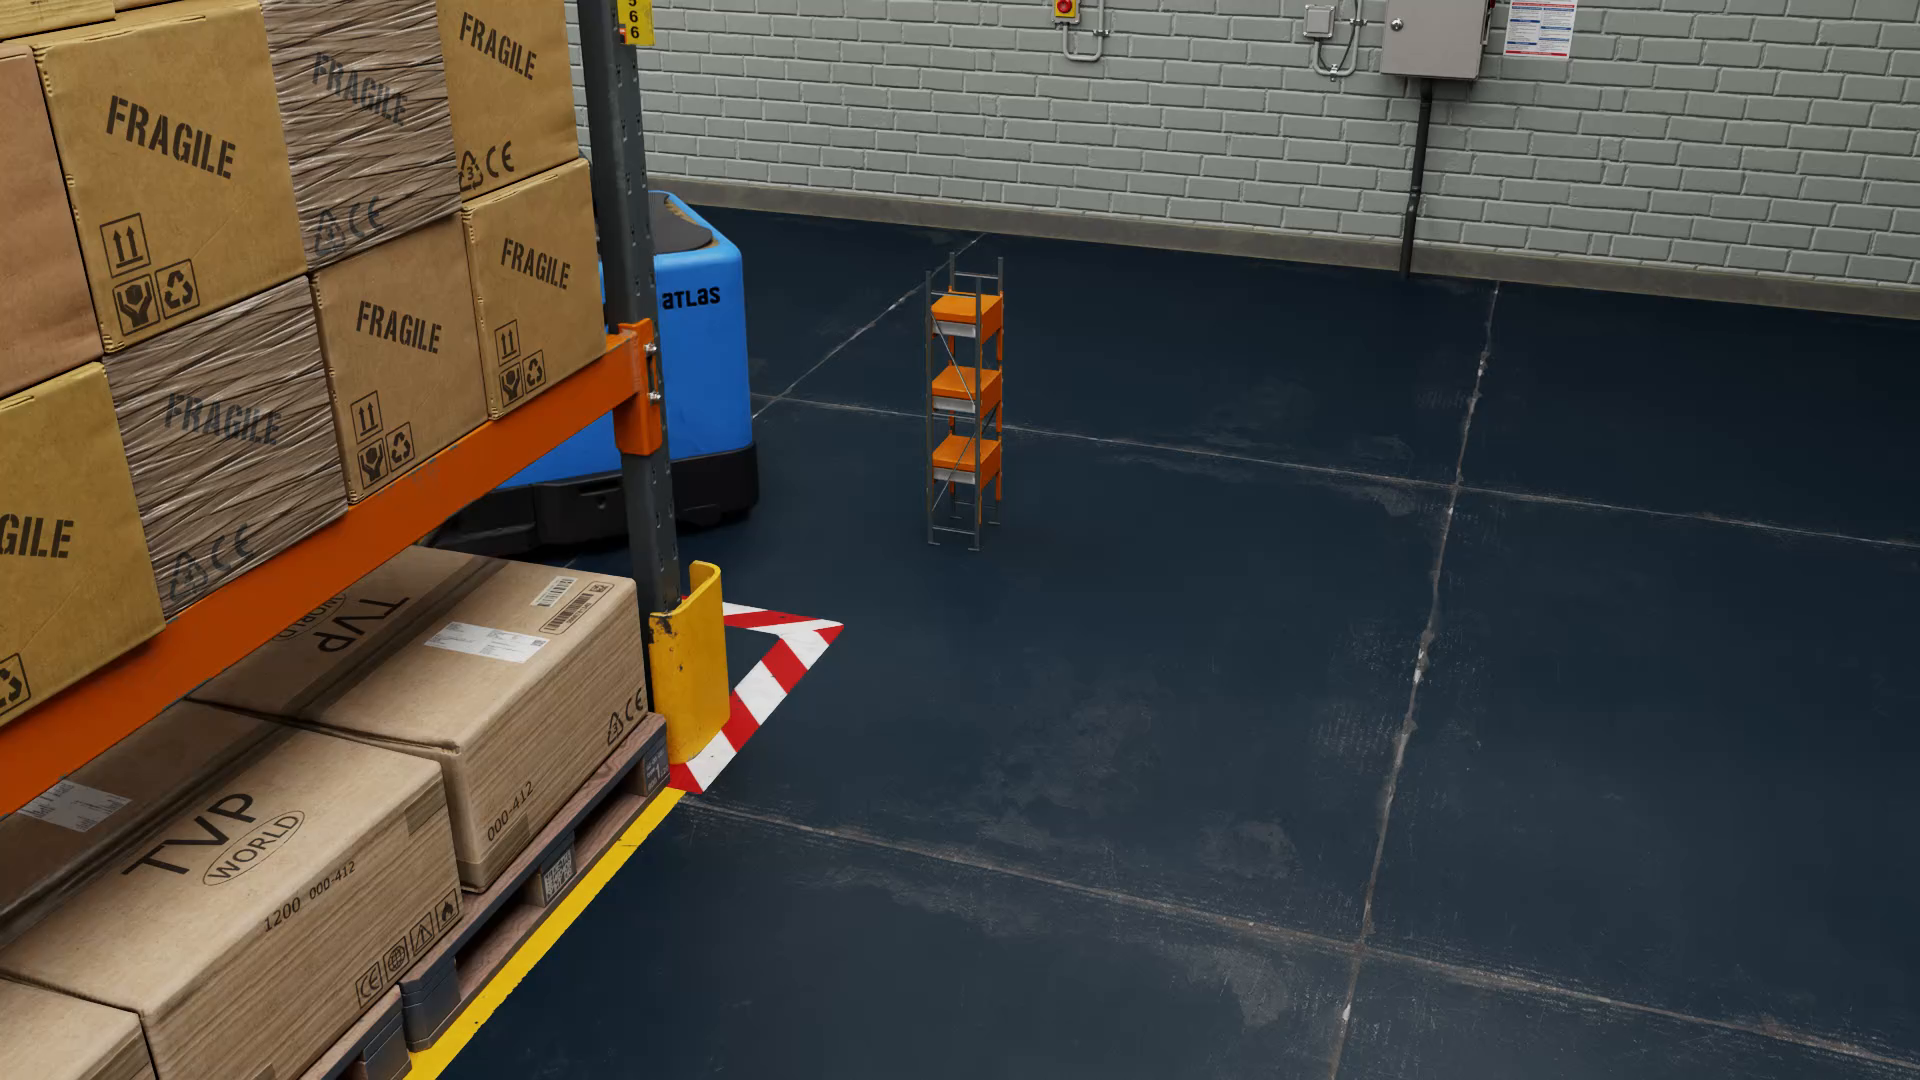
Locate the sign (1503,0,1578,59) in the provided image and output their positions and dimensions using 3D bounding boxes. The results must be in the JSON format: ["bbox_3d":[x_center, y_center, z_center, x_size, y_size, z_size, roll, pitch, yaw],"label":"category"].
[{"bbox_3d":[3.015,-2.753,8.604,0.329,0.494,0.001,9,27,17],"label":"sign"}]

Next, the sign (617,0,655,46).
[{"bbox_3d":[-0.799,-1.370,4.037,0.100,0.325,0.005,9,27,17],"label":"sign"}]

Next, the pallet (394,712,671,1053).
[{"bbox_3d":[-1.498,0.768,4.421,1.003,0.211,1.213,9,27,17],"label":"pallet"}]

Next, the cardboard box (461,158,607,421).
[{"bbox_3d":[-1.217,-0.635,4.005,0.500,0.500,0.500,9,27,18],"label":"cardboard box"}]

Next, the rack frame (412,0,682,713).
[{"bbox_3d":[-1.306,-0.827,4.515,1.000,3.000,0.127,9,27,17],"label":"rack frame"}]

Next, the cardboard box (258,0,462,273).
[{"bbox_3d":[-1.388,-0.870,3.343,0.500,0.500,0.500,9,27,18],"label":"cardboard box"}]

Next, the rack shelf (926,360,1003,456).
[{"bbox_3d":[0.018,-0.485,6.071,0.215,0.259,0.240,9,27,17],"label":"rack shelf"}]

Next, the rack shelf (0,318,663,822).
[{"bbox_3d":[-1.972,0.319,2.975,1.077,0.370,4.000,9,27,17],"label":"rack shelf"}]

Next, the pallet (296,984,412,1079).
[{"bbox_3d":[-1.906,1.268,3.389,1.003,0.211,1.213,9,27,17],"label":"pallet"}]

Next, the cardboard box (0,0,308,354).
[{"bbox_3d":[-1.556,-0.667,2.924,0.500,0.500,0.500,9,27,17],"label":"cardboard box"}]

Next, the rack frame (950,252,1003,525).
[{"bbox_3d":[0.058,-0.545,6.170,0.200,1.050,0.008,9,27,17],"label":"rack frame"}]

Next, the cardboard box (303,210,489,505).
[{"bbox_3d":[-1.398,-0.431,3.583,0.500,0.500,0.500,8,27,16],"label":"cardboard box"}]

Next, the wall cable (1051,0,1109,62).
[{"bbox_3d":[0.548,-3.619,9.080,0.585,1.953,0.123,9,27,17],"label":"wall cable"}]

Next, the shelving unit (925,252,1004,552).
[{"bbox_3d":[0.018,-0.495,6.067,0.215,1.050,0.252,9,27,17],"label":"shelving unit"}]

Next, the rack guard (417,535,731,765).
[{"bbox_3d":[-1.298,0.288,5.081,1.175,0.500,0.348,9,27,17],"label":"rack guard"}]

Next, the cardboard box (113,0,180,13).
[{"bbox_3d":[-1.581,-1.016,2.901,0.380,0.149,0.250,8,27,17],"label":"cardboard box"}]

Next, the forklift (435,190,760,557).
[{"bbox_3d":[-2.335,-1.327,5.627,3.031,2.935,1.130,-11,28,-22],"label":"forklift"}]

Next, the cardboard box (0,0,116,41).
[{"bbox_3d":[-1.610,-0.905,2.670,0.380,0.149,0.250,9,27,19],"label":"cardboard box"}]

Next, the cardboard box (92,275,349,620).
[{"bbox_3d":[-1.560,-0.218,3.144,0.500,0.500,0.500,10,27,19],"label":"cardboard box"}]

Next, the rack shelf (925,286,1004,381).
[{"bbox_3d":[0.018,-0.740,5.948,0.215,0.259,0.240,9,27,17],"label":"rack shelf"}]

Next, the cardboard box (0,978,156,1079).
[{"bbox_3d":[-2.030,1.171,2.848,0.875,0.438,0.875,8,27,16],"label":"cardboard box"}]

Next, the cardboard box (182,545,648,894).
[{"bbox_3d":[-1.431,0.423,4.392,0.875,0.438,0.875,8,27,16],"label":"cardboard box"}]

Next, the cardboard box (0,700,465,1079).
[{"bbox_3d":[-1.728,0.800,3.613,0.875,0.438,0.875,9,27,19],"label":"cardboard box"}]

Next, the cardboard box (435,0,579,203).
[{"bbox_3d":[-1.242,-1.089,3.795,0.500,0.500,0.500,10,27,19],"label":"cardboard box"}]

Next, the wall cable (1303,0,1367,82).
[{"bbox_3d":[1.890,-3.404,8.672,0.588,1.984,0.122,9,27,17],"label":"wall cable"}]

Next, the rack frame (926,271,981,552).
[{"bbox_3d":[-0.023,-0.444,5.963,0.200,1.050,0.008,9,27,17],"label":"rack frame"}]

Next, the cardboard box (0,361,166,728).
[{"bbox_3d":[-1.720,-0.004,2.702,0.500,0.500,0.500,10,27,19],"label":"cardboard box"}]

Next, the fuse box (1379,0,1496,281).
[{"bbox_3d":[2.481,-2.203,8.836,0.539,1.711,0.414,9,27,17],"label":"fuse box"}]

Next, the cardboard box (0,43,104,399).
[{"bbox_3d":[-1.725,-0.461,2.498,0.500,0.500,0.500,9,27,17],"label":"cardboard box"}]

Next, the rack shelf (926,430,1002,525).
[{"bbox_3d":[0.018,-0.235,6.192,0.215,0.259,0.240,9,27,17],"label":"rack shelf"}]
